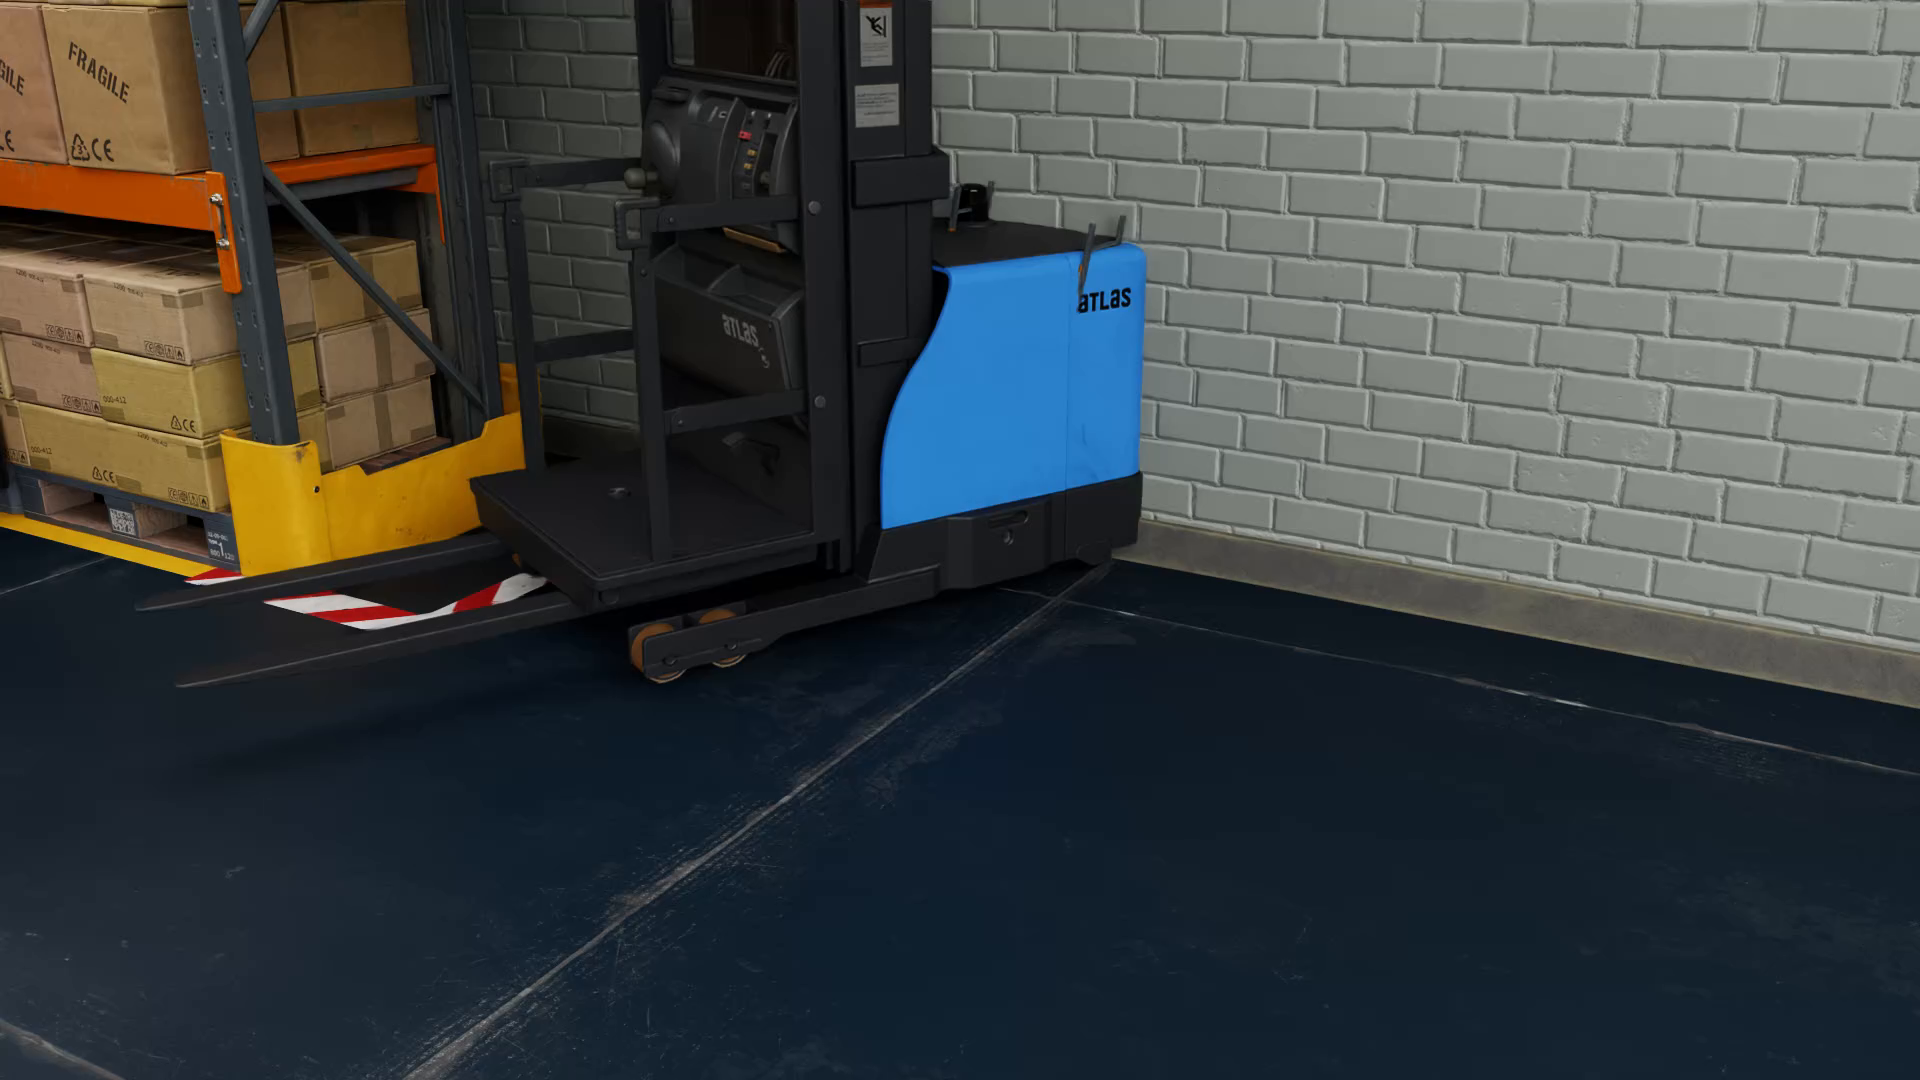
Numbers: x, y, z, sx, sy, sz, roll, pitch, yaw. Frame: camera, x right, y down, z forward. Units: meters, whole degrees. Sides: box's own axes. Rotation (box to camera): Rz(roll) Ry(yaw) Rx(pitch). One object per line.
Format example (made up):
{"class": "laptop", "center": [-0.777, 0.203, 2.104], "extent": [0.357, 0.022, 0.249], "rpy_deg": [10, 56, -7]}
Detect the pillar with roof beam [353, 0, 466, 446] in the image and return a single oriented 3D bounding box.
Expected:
{"class": "pillar with roof beam", "center": [-4.259, -3.352, 1.909], "extent": [0.400, 9.000, 9.100], "rpy_deg": [11, 23, 27]}

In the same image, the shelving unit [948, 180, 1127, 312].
{"class": "shelving unit", "center": [0.165, -0.535, 5.538], "extent": [0.503, 1.200, 0.258], "rpy_deg": [21, 25, 25]}

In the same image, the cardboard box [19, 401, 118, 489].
{"class": "cardboard box", "center": [-2.985, -0.404, 5.995], "extent": [0.500, 0.250, 0.500], "rpy_deg": [11, 23, 27]}

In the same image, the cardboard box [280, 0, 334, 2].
{"class": "cardboard box", "center": [-2.161, -1.915, 5.647], "extent": [0.250, 0.149, 0.380], "rpy_deg": [10, 22, 26]}

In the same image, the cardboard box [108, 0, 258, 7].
{"class": "cardboard box", "center": [-2.431, -1.755, 5.207], "extent": [0.250, 0.149, 0.380], "rpy_deg": [11, 23, 28]}

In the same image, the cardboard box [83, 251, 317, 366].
{"class": "cardboard box", "center": [-2.545, -0.788, 5.588], "extent": [0.500, 0.250, 0.500], "rpy_deg": [12, 23, 29]}

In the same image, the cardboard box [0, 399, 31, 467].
{"class": "cardboard box", "center": [-3.417, -0.489, 6.232], "extent": [0.500, 0.250, 0.500], "rpy_deg": [11, 23, 28]}

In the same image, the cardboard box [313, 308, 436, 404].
{"class": "cardboard box", "center": [-2.300, -0.709, 6.104], "extent": [0.500, 0.250, 0.500], "rpy_deg": [11, 23, 28]}

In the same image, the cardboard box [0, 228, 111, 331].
{"class": "cardboard box", "center": [-3.439, -0.952, 6.040], "extent": [0.500, 0.250, 0.500], "rpy_deg": [11, 23, 28]}

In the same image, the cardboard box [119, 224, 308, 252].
{"class": "cardboard box", "center": [-2.756, -1.022, 6.235], "extent": [0.500, 0.250, 0.500], "rpy_deg": [11, 23, 27]}

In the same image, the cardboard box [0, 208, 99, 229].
{"class": "cardboard box", "center": [-3.632, -1.196, 6.713], "extent": [0.500, 0.250, 0.500], "rpy_deg": [10, 22, 26]}

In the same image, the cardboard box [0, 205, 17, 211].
{"class": "cardboard box", "center": [-4.075, -1.277, 6.937], "extent": [0.500, 0.250, 0.500], "rpy_deg": [11, 23, 28]}

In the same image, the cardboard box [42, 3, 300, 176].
{"class": "cardboard box", "center": [-2.549, -1.480, 5.399], "extent": [0.500, 0.500, 0.500], "rpy_deg": [10, 22, 26]}

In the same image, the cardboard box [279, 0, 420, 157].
{"class": "cardboard box", "center": [-2.288, -1.641, 5.844], "extent": [0.500, 0.500, 0.500], "rpy_deg": [12, 23, 29]}

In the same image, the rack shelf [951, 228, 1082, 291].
{"class": "rack shelf", "center": [0.226, -0.892, 5.387], "extent": [0.480, 0.148, 0.258], "rpy_deg": [21, 25, 25]}

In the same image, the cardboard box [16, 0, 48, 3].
{"class": "cardboard box", "center": [-2.865, -1.850, 5.469], "extent": [0.250, 0.149, 0.380], "rpy_deg": [11, 23, 28]}

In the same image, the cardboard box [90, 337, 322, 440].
{"class": "cardboard box", "center": [-2.569, -0.557, 5.685], "extent": [0.500, 0.250, 0.500], "rpy_deg": [10, 22, 27]}

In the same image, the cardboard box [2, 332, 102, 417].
{"class": "cardboard box", "center": [-3.001, -0.643, 5.923], "extent": [0.500, 0.250, 0.500], "rpy_deg": [11, 22, 27]}

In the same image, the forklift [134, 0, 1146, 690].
{"class": "forklift", "center": [-0.893, -1.176, 4.809], "extent": [3.031, 2.935, 1.130], "rpy_deg": [-13, 24, -31]}

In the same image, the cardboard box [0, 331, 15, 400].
{"class": "cardboard box", "center": [-3.462, -0.723, 6.143], "extent": [0.500, 0.250, 0.500], "rpy_deg": [10, 22, 26]}

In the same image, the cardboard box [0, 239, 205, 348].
{"class": "cardboard box", "center": [-2.994, -0.871, 5.817], "extent": [0.500, 0.250, 0.500], "rpy_deg": [11, 23, 28]}

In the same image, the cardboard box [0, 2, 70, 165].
{"class": "cardboard box", "center": [-2.997, -1.569, 5.645], "extent": [0.500, 0.500, 0.500], "rpy_deg": [12, 23, 29]}

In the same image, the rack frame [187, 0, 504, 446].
{"class": "rack frame", "center": [-1.991, -1.429, 5.406], "extent": [0.127, 3.000, 1.000], "rpy_deg": [11, 23, 27]}

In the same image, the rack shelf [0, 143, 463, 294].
{"class": "rack shelf", "center": [-3.737, -1.424, 6.446], "extent": [4.000, 0.370, 1.077], "rpy_deg": [11, 23, 27]}

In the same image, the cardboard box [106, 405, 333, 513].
{"class": "cardboard box", "center": [-2.555, -0.318, 5.760], "extent": [0.500, 0.250, 0.500], "rpy_deg": [11, 23, 28]}

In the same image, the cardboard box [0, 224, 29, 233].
{"class": "cardboard box", "center": [-3.878, -1.038, 6.279], "extent": [0.500, 0.250, 0.500], "rpy_deg": [10, 22, 26]}

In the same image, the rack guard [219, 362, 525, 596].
{"class": "rack guard", "center": [-1.970, -0.250, 5.821], "extent": [0.348, 0.500, 1.175], "rpy_deg": [11, 23, 27]}

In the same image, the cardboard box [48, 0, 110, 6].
{"class": "cardboard box", "center": [-2.668, -1.789, 5.300], "extent": [0.250, 0.149, 0.380], "rpy_deg": [11, 23, 28]}

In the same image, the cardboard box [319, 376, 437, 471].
{"class": "cardboard box", "center": [-2.325, -0.474, 6.189], "extent": [0.500, 0.250, 0.500], "rpy_deg": [11, 23, 28]}

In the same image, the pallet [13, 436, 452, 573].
{"class": "pallet", "center": [-2.679, -0.233, 6.198], "extent": [1.213, 0.211, 1.003], "rpy_deg": [11, 23, 27]}

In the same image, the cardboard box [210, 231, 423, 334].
{"class": "cardboard box", "center": [-2.318, -0.940, 6.009], "extent": [0.500, 0.250, 0.500], "rpy_deg": [10, 22, 26]}

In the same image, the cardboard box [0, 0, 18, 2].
{"class": "cardboard box", "center": [-3.076, -1.895, 5.592], "extent": [0.250, 0.149, 0.380], "rpy_deg": [11, 22, 27]}

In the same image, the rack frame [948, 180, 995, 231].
{"class": "rack frame", "center": [-0.042, -0.613, 5.641], "extent": [0.015, 1.200, 0.240], "rpy_deg": [21, 25, 25]}

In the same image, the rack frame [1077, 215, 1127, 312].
{"class": "rack frame", "center": [0.373, -0.456, 5.435], "extent": [0.015, 1.200, 0.240], "rpy_deg": [21, 25, 25]}

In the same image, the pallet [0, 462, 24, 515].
{"class": "pallet", "center": [-3.740, -0.436, 6.758], "extent": [1.213, 0.211, 1.003], "rpy_deg": [11, 23, 27]}

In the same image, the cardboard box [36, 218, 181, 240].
{"class": "cardboard box", "center": [-3.188, -1.109, 6.473], "extent": [0.500, 0.250, 0.500], "rpy_deg": [11, 22, 27]}
